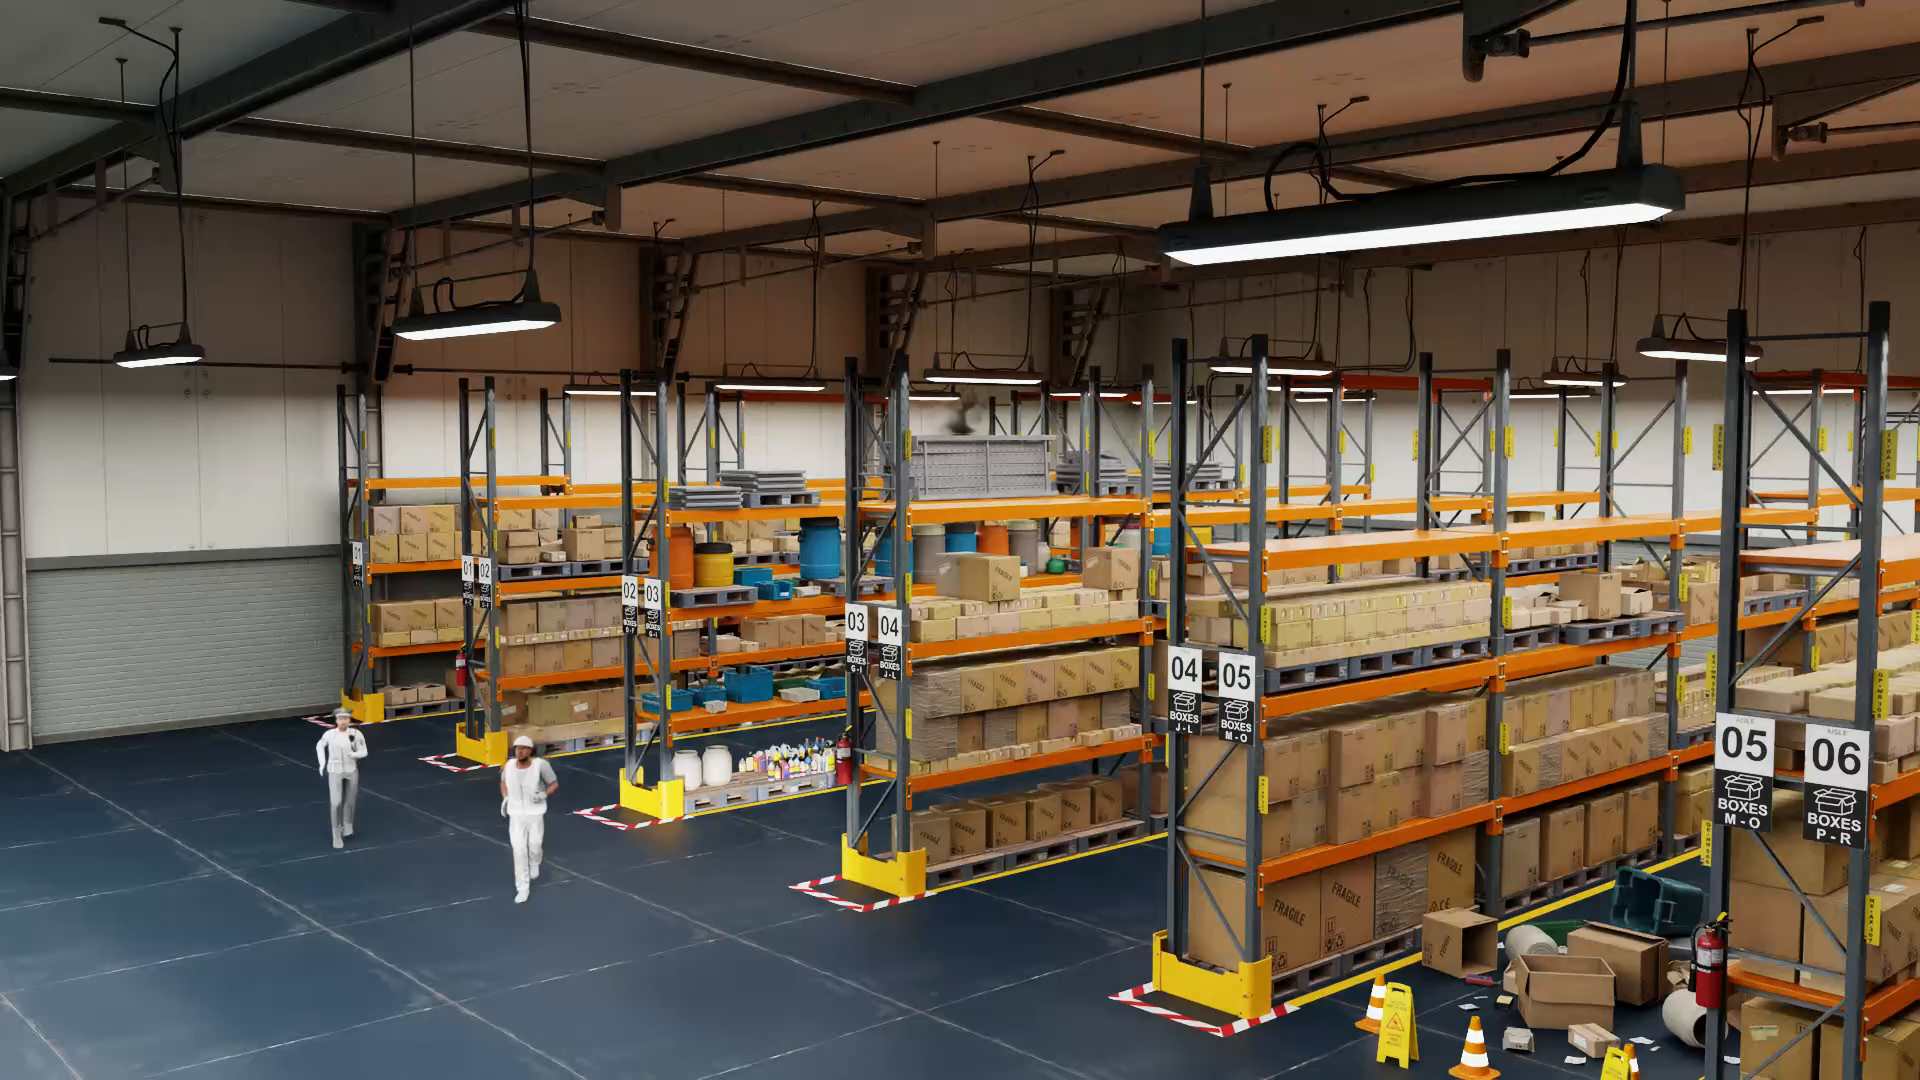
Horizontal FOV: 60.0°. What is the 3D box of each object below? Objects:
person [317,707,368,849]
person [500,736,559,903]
[{"bbox_3d":[-7.734,2.956,20.819,0.557,1.755,0.752,-2,4,-25],"label":"person"},{"bbox_3d":[-4.815,3.062,18.554,0.670,1.786,0.882,0,4,-4],"label":"person"}]
